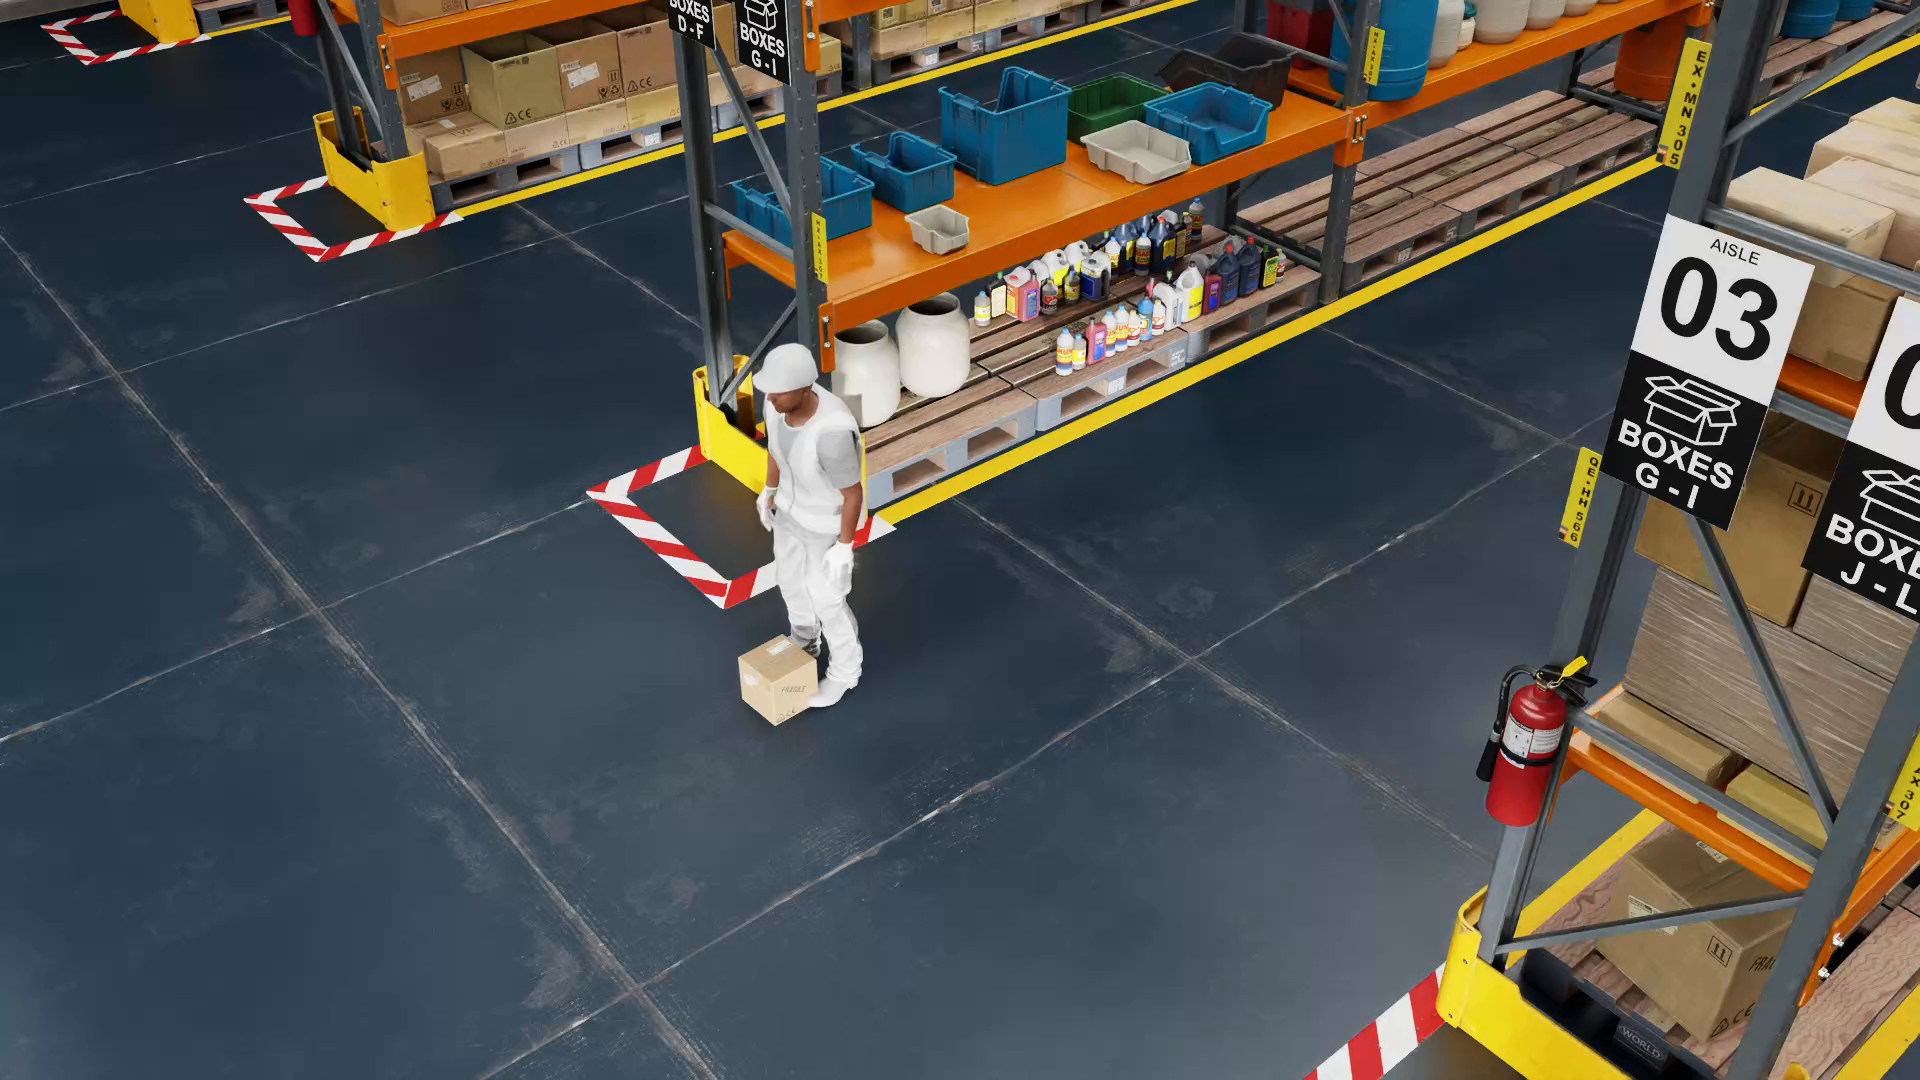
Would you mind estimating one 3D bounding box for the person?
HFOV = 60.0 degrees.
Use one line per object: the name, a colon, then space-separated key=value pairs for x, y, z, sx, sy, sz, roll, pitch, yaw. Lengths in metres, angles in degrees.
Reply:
person: x=-0.651 y=-0.085 z=7.188 sx=0.446 sy=1.774 sz=0.619 roll=-26 pitch=43 yaw=-31
